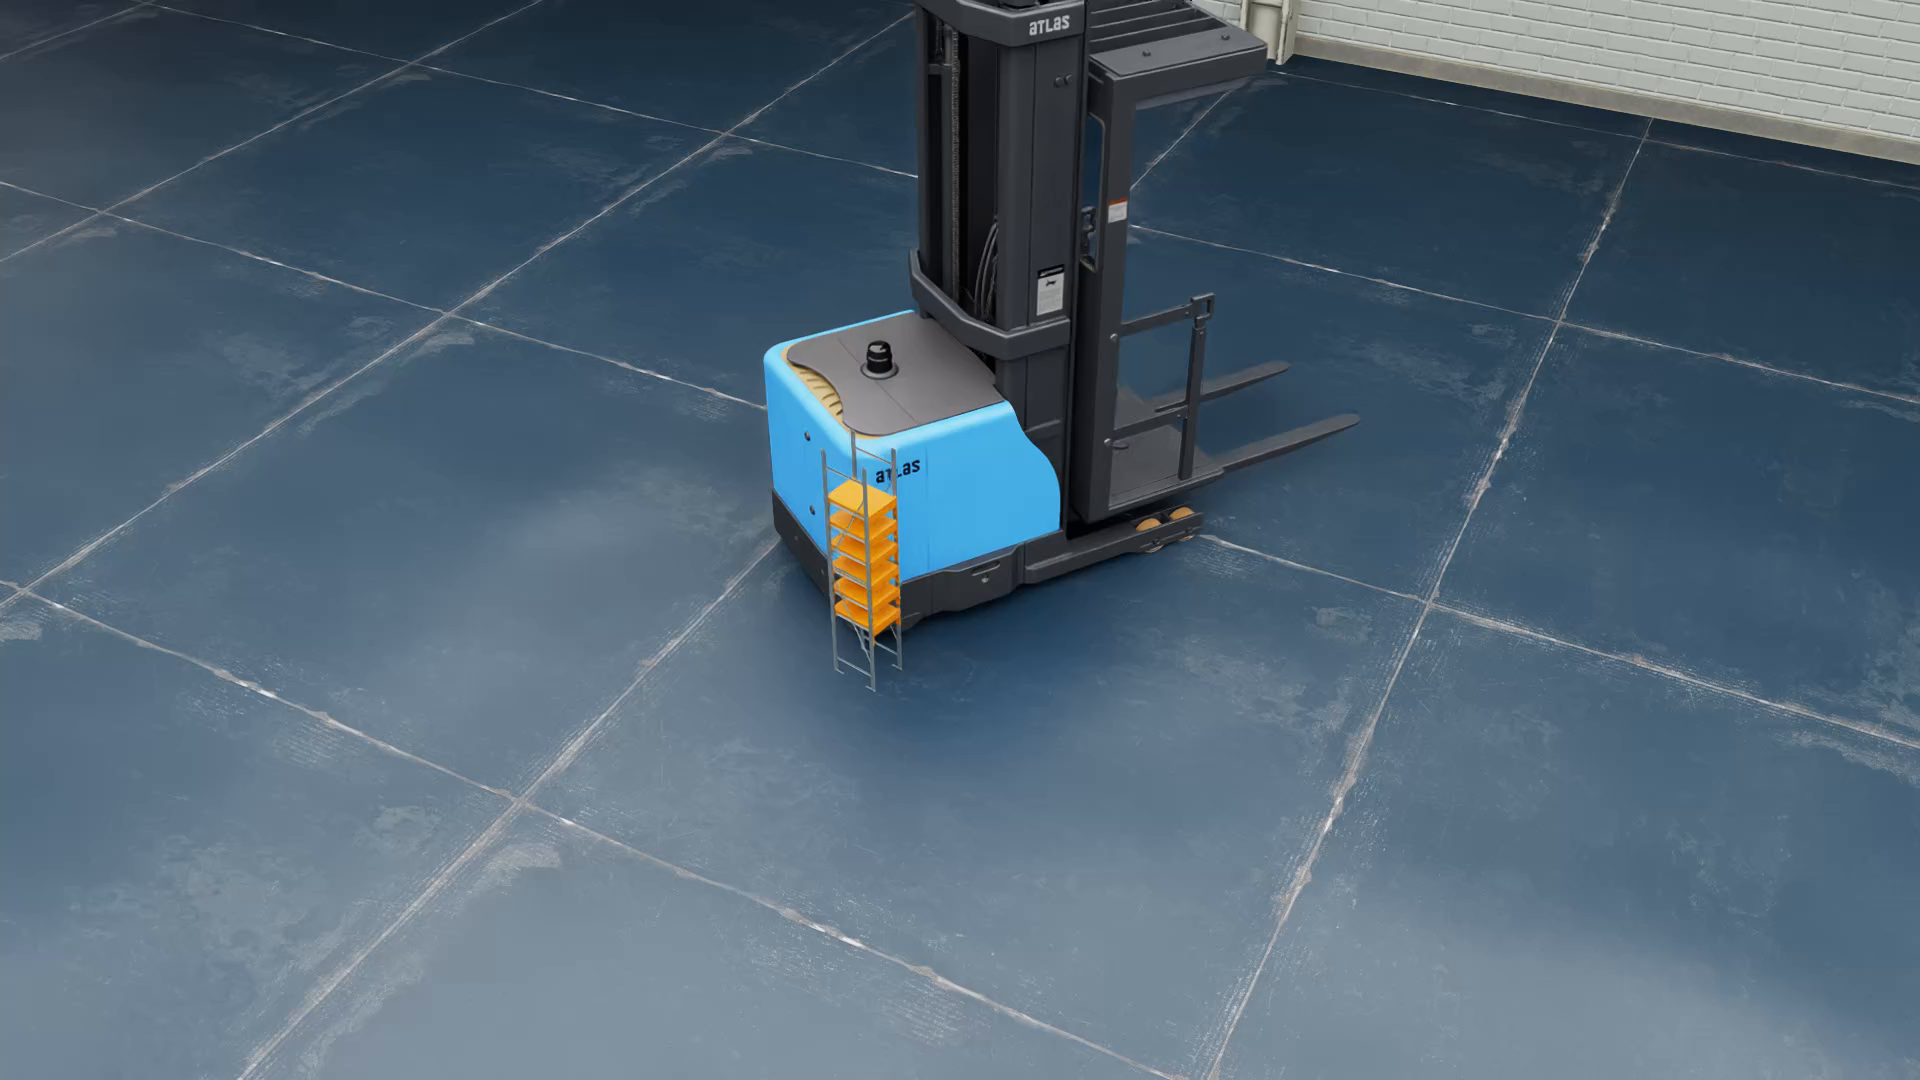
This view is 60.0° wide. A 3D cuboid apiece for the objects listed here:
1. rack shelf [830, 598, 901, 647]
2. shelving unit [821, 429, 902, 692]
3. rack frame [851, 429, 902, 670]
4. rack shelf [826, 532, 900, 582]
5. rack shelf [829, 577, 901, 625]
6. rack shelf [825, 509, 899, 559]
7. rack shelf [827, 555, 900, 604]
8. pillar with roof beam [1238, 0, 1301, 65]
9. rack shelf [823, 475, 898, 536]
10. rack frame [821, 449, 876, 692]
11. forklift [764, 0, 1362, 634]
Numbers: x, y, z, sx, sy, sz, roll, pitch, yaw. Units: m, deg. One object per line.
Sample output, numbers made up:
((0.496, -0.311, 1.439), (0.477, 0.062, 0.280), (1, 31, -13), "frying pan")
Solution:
((-0.414, 0.334, 7.308), (0.258, 0.103, 0.180), (25, 44, 29), "rack shelf")
((-0.414, 0.107, 7.136), (0.258, 1.200, 0.189), (25, 44, 29), "shelving unit")
((-0.358, 0.064, 7.193), (0.240, 1.200, 0.006), (25, 44, 29), "rack frame")
((-0.414, 0.047, 7.090), (0.258, 0.103, 0.180), (25, 44, 29), "rack shelf")
((-0.414, 0.238, 7.235), (0.258, 0.103, 0.180), (25, 44, 29), "rack shelf")
((-0.414, -0.048, 7.018), (0.258, 0.103, 0.180), (25, 44, 29), "rack shelf")
((-0.414, 0.143, 7.163), (0.258, 0.103, 0.180), (25, 44, 29), "rack shelf")
((0.483, -5.199, 7.676), (0.400, 9.000, 9.100), (17, 41, 21), "pillar with roof beam")
((-0.414, -0.144, 6.945), (0.258, 0.103, 0.180), (25, 44, 29), "rack shelf")
((-0.471, 0.151, 7.078), (0.240, 1.200, 0.006), (25, 44, 29), "rack frame")
((0.624, -1.369, 7.650), (3.031, 2.935, 1.130), (-18, 41, -22), "forklift")
